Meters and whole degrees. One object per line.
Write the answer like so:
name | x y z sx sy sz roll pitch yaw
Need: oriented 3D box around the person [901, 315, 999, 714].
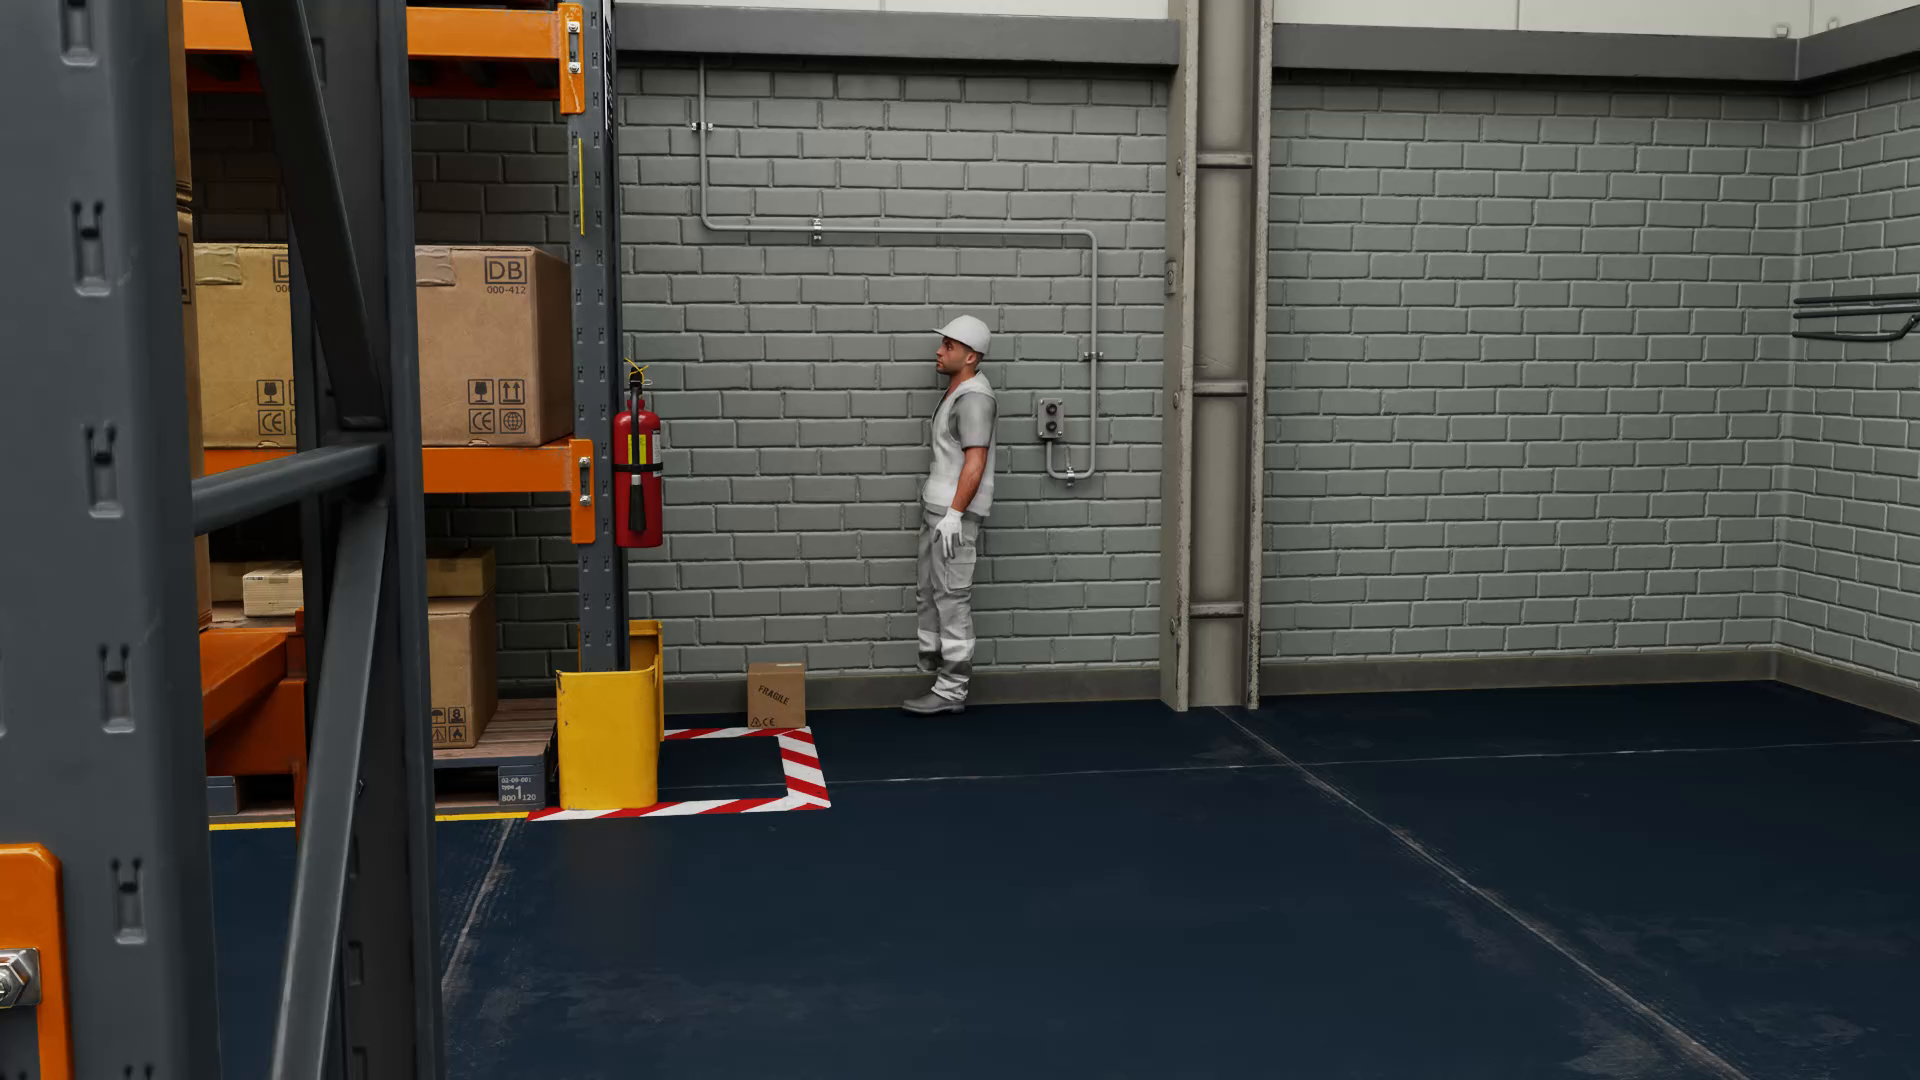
person | -0.113 -0.109 7.488 0.562 1.790 0.637 -1 6 -8
